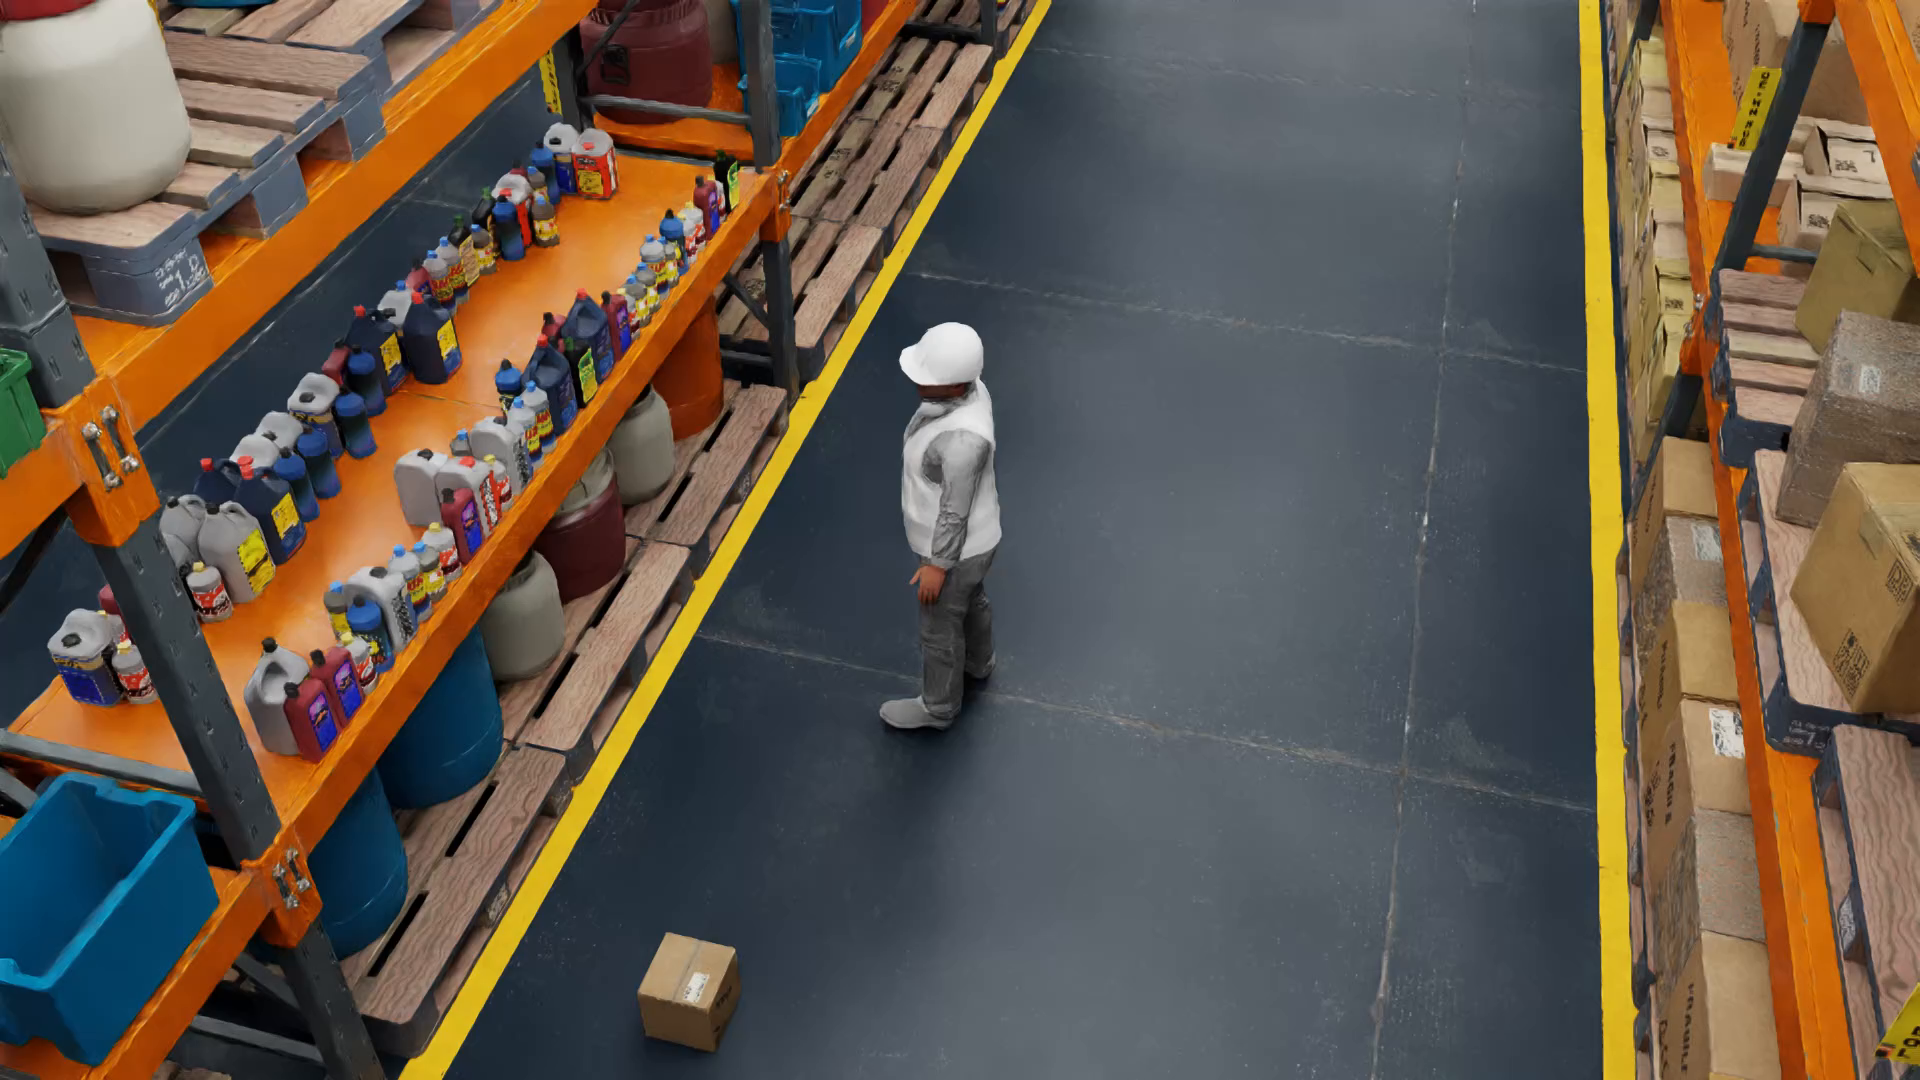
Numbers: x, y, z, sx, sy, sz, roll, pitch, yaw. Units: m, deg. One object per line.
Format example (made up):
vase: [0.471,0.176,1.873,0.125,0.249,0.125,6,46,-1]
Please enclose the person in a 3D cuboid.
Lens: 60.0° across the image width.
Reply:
person: [-0.084,-0.049,6.153,0.470,1.780,0.584,1,41,1]
